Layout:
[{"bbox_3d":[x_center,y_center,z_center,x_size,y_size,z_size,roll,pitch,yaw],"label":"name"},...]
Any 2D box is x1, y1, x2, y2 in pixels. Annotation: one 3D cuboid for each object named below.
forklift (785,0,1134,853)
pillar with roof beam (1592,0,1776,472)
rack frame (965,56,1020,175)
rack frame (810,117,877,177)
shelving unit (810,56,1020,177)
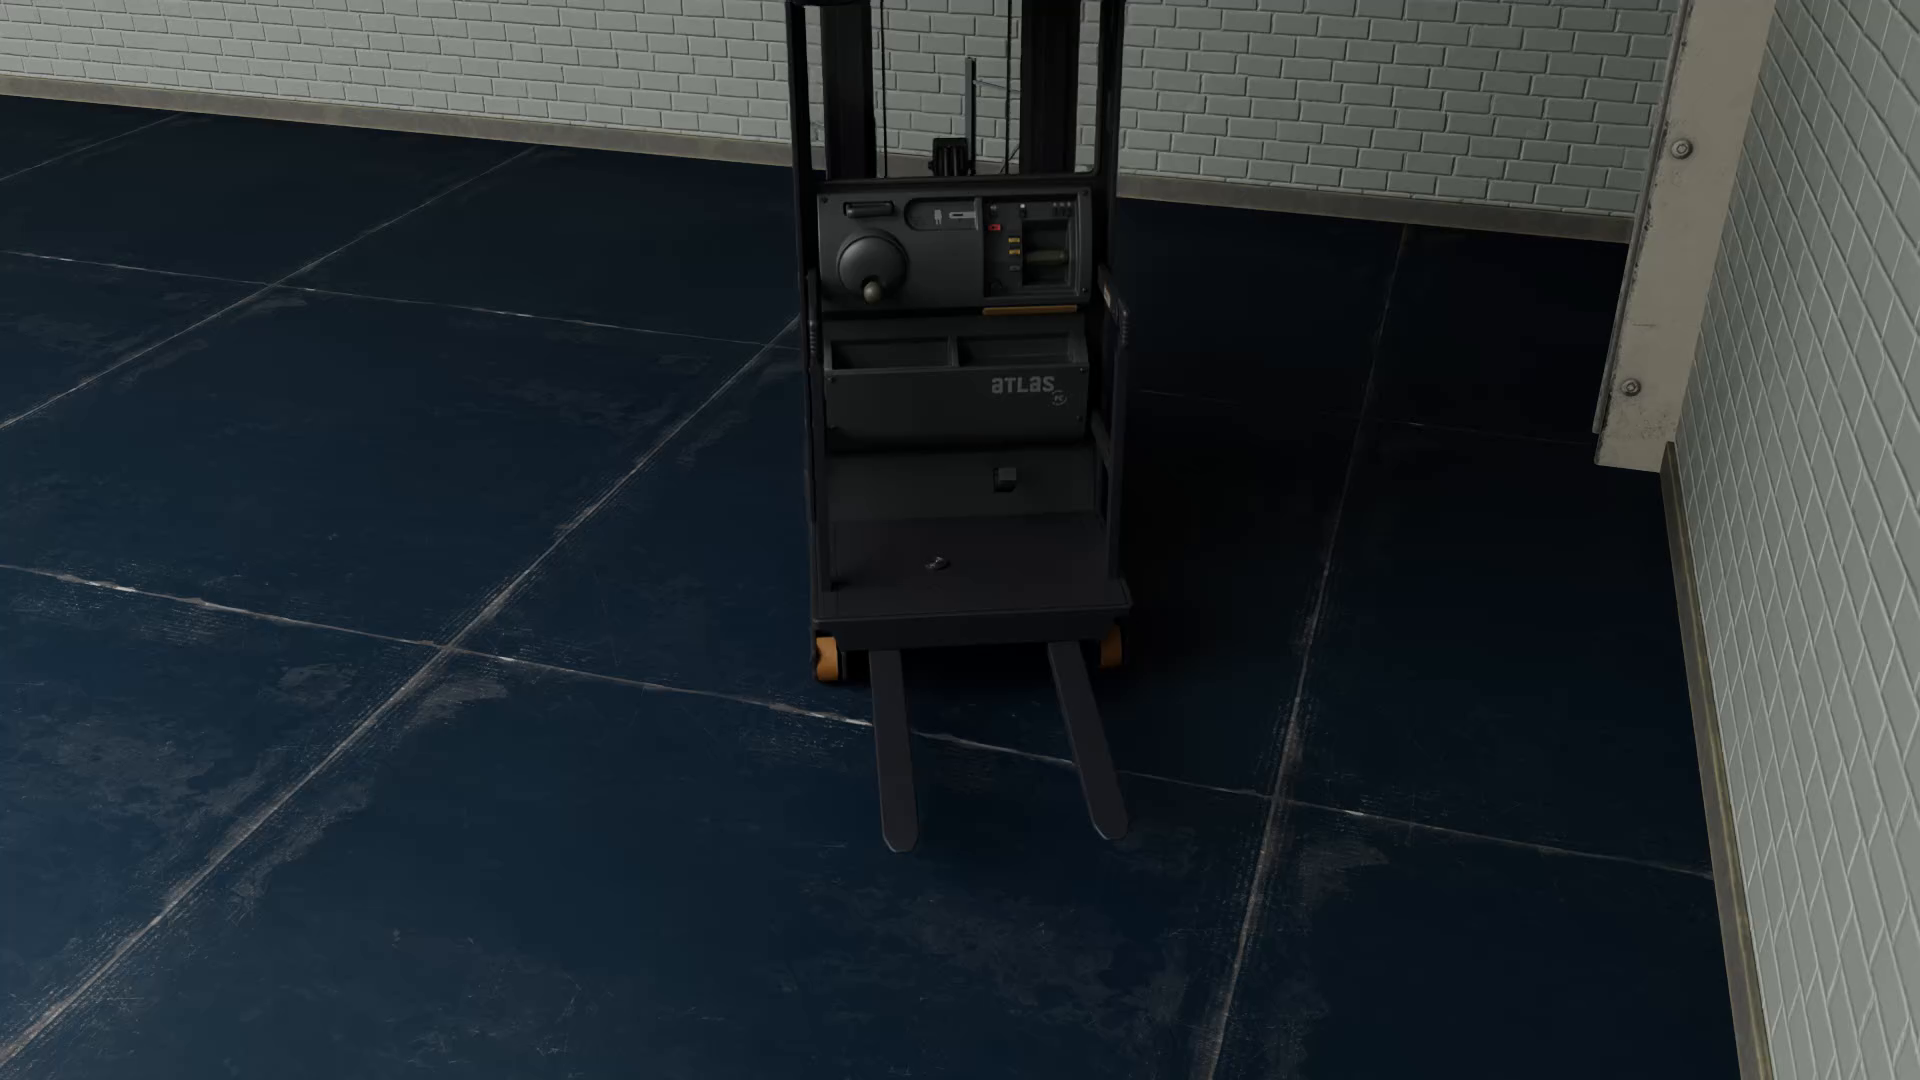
[{"bbox_3d":[0.007,-0.951,5.445,1.130,2.935,3.031,-2,29,-4],"label":"forklift"},{"bbox_3d":[-1.105,-4.951,6.394,9.100,9.000,0.400,8,30,15],"label":"pillar with roof beam"},{"bbox_3d":[0.208,-1.485,7.877,0.032,1.500,0.500,-25,38,-37],"label":"rack frame"},{"bbox_3d":[-0.525,-1.142,7.261,0.032,1.500,0.500,-25,38,-37],"label":"rack frame"},{"bbox_3d":[-0.159,-1.314,7.569,1.048,1.500,0.538,-25,38,-37],"label":"shelving unit"}]
